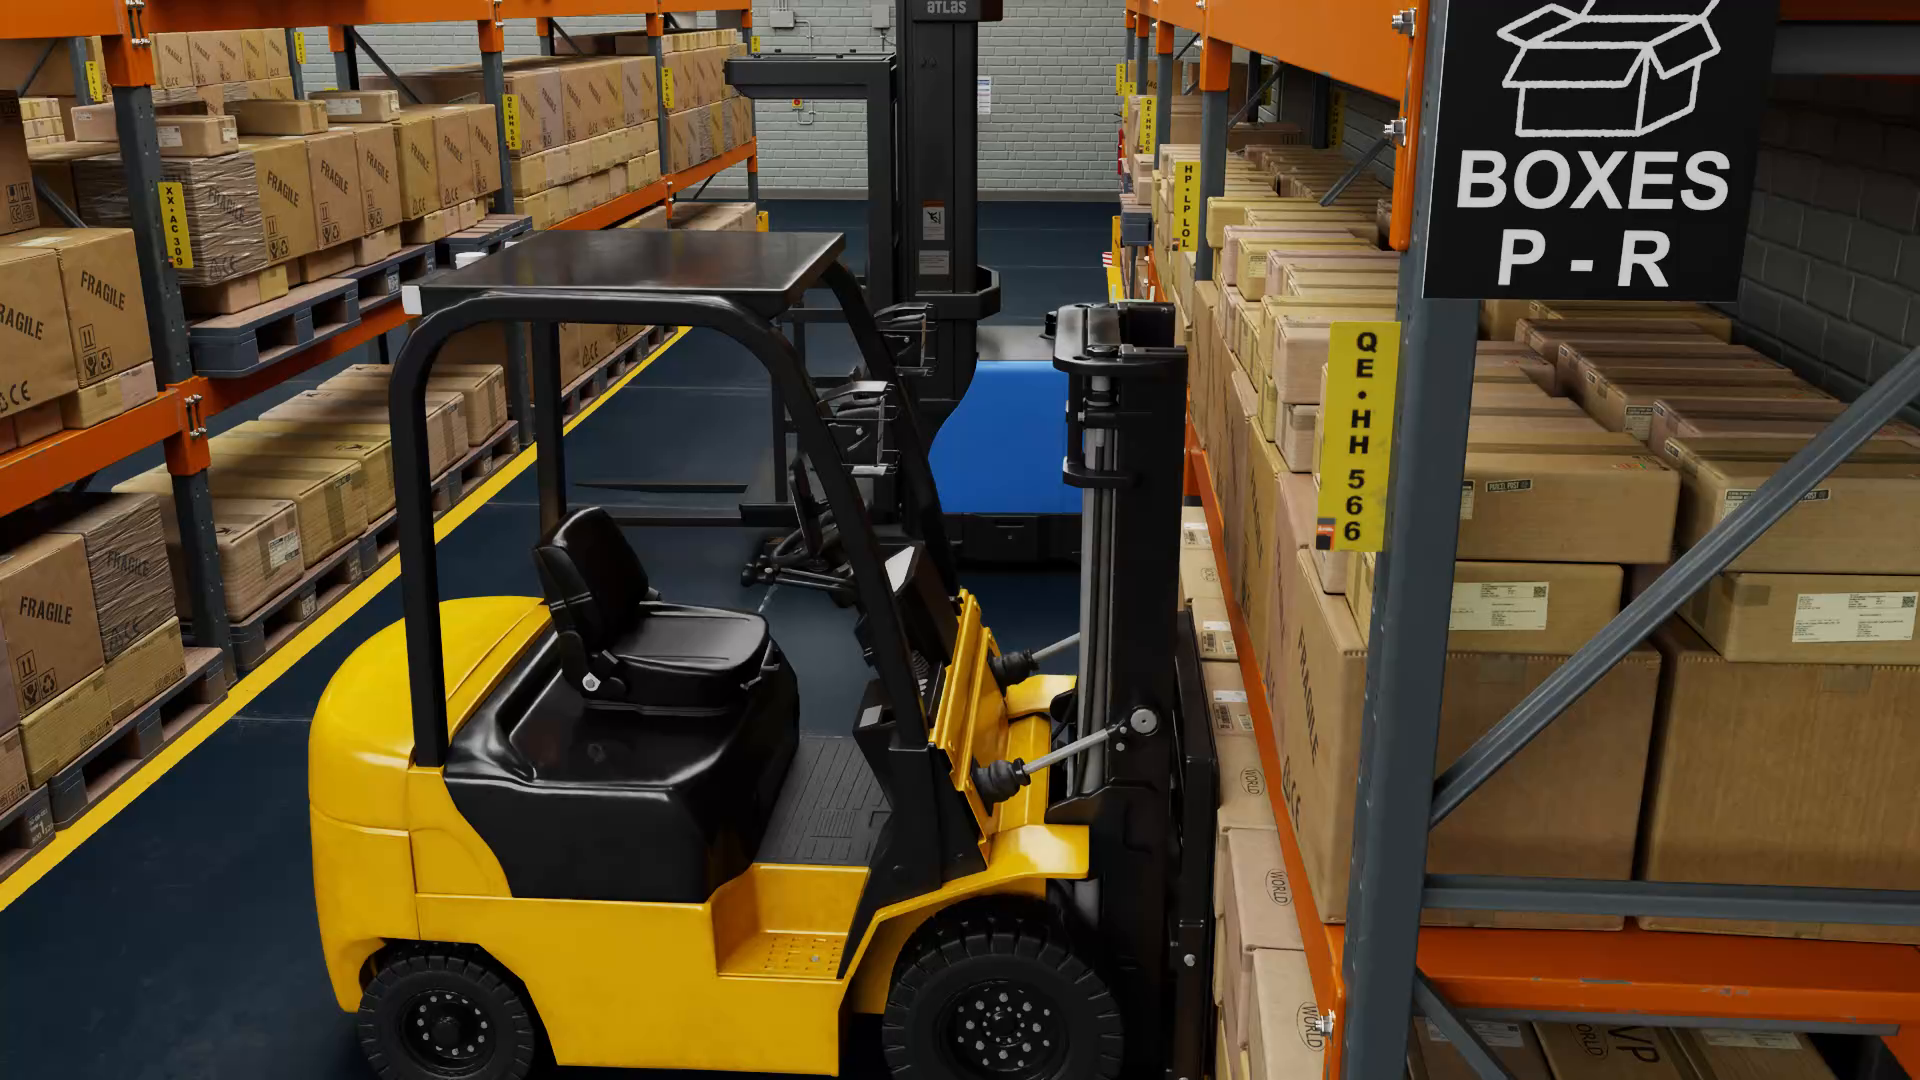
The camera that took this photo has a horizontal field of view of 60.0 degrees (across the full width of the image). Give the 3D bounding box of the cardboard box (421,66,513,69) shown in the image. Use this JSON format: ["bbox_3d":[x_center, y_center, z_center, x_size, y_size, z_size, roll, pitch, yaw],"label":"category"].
[{"bbox_3d":[-3.440,-3.057,11.669,0.500,0.500,0.500,1,18,4],"label":"cardboard box"}]

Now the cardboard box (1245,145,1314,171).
[{"bbox_3d":[1.843,-2.195,9.602,0.380,0.149,0.250,2,18,6],"label":"cardboard box"}]

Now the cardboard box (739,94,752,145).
[{"bbox_3d":[-2.484,-4.431,17.467,0.500,0.500,0.500,1,18,4],"label":"cardboard box"}]

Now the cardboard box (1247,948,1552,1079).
[{"bbox_3d":[0.813,1.022,3.123,0.500,0.250,0.500,2,18,6],"label":"cardboard box"}]

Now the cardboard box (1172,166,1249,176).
[{"bbox_3d":[1.266,-1.807,8.418,0.380,0.149,0.250,2,18,5],"label":"cardboard box"}]

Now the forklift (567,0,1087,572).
[{"bbox_3d":[-0.623,-1.396,8.477,3.031,2.935,1.130,0,18,1],"label":"forklift"}]

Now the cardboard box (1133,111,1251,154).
[{"bbox_3d":[1.597,-2.704,11.519,0.797,0.503,0.637,1,18,3],"label":"cardboard box"}]

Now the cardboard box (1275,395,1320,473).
[{"bbox_3d":[0.906,-0.250,3.666,0.380,0.149,0.250,1,18,2],"label":"cardboard box"}]

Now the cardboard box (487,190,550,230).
[{"bbox_3d":[-3.001,-2.129,10.845,0.500,0.250,0.500,1,18,3],"label":"cardboard box"}]

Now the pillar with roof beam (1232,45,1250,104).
[{"bbox_3d":[-0.964,-8.194,19.477,9.100,9.000,0.400,1,18,4],"label":"pillar with roof beam"}]

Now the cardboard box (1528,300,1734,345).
[{"bbox_3d":[1.529,-0.458,3.823,0.380,0.149,0.250,1,18,3],"label":"cardboard box"}]

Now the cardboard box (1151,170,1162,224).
[{"bbox_3d":[1.364,-1.979,9.584,0.500,0.250,0.500,1,18,4],"label":"cardboard box"}]

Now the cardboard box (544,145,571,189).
[{"bbox_3d":[-2.966,-2.533,11.274,0.500,0.250,0.500,2,18,5],"label":"cardboard box"}]

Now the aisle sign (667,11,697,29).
[{"bbox_3d":[-2.997,-5.803,17.641,0.394,0.787,0.004,1,18,4],"label":"aisle sign"}]

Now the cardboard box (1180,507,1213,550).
[{"bbox_3d":[1.030,0.073,6.019,0.500,0.250,0.500,1,18,3],"label":"cardboard box"}]

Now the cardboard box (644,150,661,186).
[{"bbox_3d":[-2.781,-3.080,13.748,0.500,0.250,0.500,1,18,3],"label":"cardboard box"}]

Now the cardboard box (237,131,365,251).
[{"bbox_3d":[-3.170,-1.649,7.824,0.500,0.500,0.500,1,18,4],"label":"cardboard box"}]

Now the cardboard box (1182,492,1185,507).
[{"bbox_3d":[1.467,-0.177,7.784,0.875,0.625,0.625,1,18,3],"label":"cardboard box"}]

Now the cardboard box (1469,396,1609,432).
[{"bbox_3d":[0.893,-0.150,2.885,0.380,0.149,0.250,1,18,4],"label":"cardboard box"}]

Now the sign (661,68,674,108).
[{"bbox_3d":[-2.458,-3.800,13.971,0.100,0.325,0.005,1,18,4],"label":"sign"}]

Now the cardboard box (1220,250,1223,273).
[{"bbox_3d":[1.075,-0.885,5.603,0.380,0.149,0.250,2,18,5],"label":"cardboard box"}]

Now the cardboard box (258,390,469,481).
[{"bbox_3d":[-3.382,-0.601,9.484,0.950,0.372,0.625,1,18,3],"label":"cardboard box"}]

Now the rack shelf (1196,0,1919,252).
[{"bbox_3d":[1.234,-1.165,3.999,1.077,0.370,4.000,1,18,4],"label":"rack shelf"}]

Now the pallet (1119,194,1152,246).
[{"bbox_3d":[1.643,-2.066,10.718,1.213,0.211,1.003,1,18,4],"label":"pallet"}]

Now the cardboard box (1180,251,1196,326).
[{"bbox_3d":[1.158,-1.027,6.678,0.500,0.250,0.500,1,18,3],"label":"cardboard box"}]

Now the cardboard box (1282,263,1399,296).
[{"bbox_3d":[1.045,-0.627,4.341,0.380,0.149,0.250,1,18,4],"label":"cardboard box"}]

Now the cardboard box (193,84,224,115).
[{"bbox_3d":[-7.548,-4.190,16.253,0.500,0.500,0.500,2,18,7],"label":"cardboard box"}]

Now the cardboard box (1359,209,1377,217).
[{"bbox_3d":[1.688,-1.245,6.702,0.380,0.149,0.250,1,18,2],"label":"cardboard box"}]

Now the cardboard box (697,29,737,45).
[{"bbox_3d":[-2.468,-5.093,16.839,0.380,0.149,0.250,1,18,3],"label":"cardboard box"}]

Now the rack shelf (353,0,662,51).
[{"bbox_3d":[-3.144,-3.759,11.916,1.077,0.370,4.000,1,18,4],"label":"rack shelf"}]

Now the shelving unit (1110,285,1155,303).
[{"bbox_3d":[0.949,-0.765,9.236,0.258,1.200,0.503,1,21,-4],"label":"shelving unit"}]

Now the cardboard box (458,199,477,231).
[{"bbox_3d":[-2.996,-1.863,9.521,0.380,0.149,0.250,1,18,3],"label":"cardboard box"}]

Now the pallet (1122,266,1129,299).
[{"bbox_3d":[2.086,-2.455,16.077,1.003,0.211,1.213,1,18,4],"label":"pallet"}]

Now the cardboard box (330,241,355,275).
[{"bbox_3d":[-3.168,-1.380,8.045,0.380,0.149,0.250,1,18,4],"label":"cardboard box"}]

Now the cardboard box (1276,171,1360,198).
[{"bbox_3d":[1.752,-1.718,8.146,0.380,0.149,0.250,2,18,5],"label":"cardboard box"}]

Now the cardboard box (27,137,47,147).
[{"bbox_3d":[-7.794,-3.247,13.746,0.380,0.149,0.250,1,18,4],"label":"cardboard box"}]

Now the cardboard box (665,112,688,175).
[{"bbox_3d":[-2.705,-3.484,14.578,0.500,0.500,0.500,2,18,6],"label":"cardboard box"}]

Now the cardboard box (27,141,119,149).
[{"bbox_3d":[-3.735,-1.503,7.380,0.500,0.500,0.500,1,18,4],"label":"cardboard box"}]

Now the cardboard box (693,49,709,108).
[{"bbox_3d":[-2.634,-4.277,15.393,0.500,0.500,0.500,2,18,5],"label":"cardboard box"}]

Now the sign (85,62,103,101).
[{"bbox_3d":[-7.391,-3.915,14.193,0.100,0.325,0.005,1,18,4],"label":"sign"}]

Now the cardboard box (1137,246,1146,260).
[{"bbox_3d":[1.660,-2.402,13.733,0.380,0.149,0.250,2,18,7],"label":"cardboard box"}]

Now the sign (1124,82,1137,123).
[{"bbox_3d":[1.409,-3.608,13.727,0.100,0.325,0.005,1,18,4],"label":"sign"}]

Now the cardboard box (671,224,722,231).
[{"bbox_3d":[-2.785,-2.749,15.937,0.875,0.438,0.875,1,18,2],"label":"cardboard box"}]

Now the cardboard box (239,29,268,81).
[{"bbox_3d":[-7.479,-4.977,17.051,0.500,0.500,0.500,1,18,2],"label":"cardboard box"}]

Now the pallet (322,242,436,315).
[{"bbox_3d":[-3.388,-1.347,8.526,1.003,0.211,1.213,1,18,4],"label":"pallet"}]

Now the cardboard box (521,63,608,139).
[{"bbox_3d":[-2.890,-3.196,12.093,0.500,0.500,0.500,2,18,5],"label":"cardboard box"}]

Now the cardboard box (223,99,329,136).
[{"bbox_3d":[-3.212,-1.987,7.814,0.380,0.149,0.250,2,18,7],"label":"cardboard box"}]

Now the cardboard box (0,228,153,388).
[{"bbox_3d":[-3.357,-0.857,6.084,0.500,0.500,0.500,1,18,3],"label":"cardboard box"}]

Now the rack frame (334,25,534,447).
[{"bbox_3d":[-3.287,-2.054,10.375,1.000,3.000,0.127,1,18,4],"label":"rack frame"}]

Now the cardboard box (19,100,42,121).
[{"bbox_3d":[-7.797,-3.526,13.641,0.380,0.149,0.250,1,18,2],"label":"cardboard box"}]

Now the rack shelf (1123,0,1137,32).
[{"bbox_3d":[2.094,-4.892,15.373,1.077,0.370,4.000,1,18,4],"label":"rack shelf"}]

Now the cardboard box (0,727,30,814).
[{"bbox_3d":[-3.417,0.808,5.381,0.500,0.250,0.500,2,18,5],"label":"cardboard box"}]

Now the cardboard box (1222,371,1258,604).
[{"bbox_3d":[0.972,-0.143,4.381,0.500,0.500,0.500,1,18,4],"label":"cardboard box"}]

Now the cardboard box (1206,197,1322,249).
[{"bbox_3d":[1.059,-1.107,5.805,0.380,0.149,0.250,2,18,5],"label":"cardboard box"}]

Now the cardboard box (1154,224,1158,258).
[{"bbox_3d":[1.389,-1.741,9.660,0.500,0.250,0.500,1,18,4],"label":"cardboard box"}]
